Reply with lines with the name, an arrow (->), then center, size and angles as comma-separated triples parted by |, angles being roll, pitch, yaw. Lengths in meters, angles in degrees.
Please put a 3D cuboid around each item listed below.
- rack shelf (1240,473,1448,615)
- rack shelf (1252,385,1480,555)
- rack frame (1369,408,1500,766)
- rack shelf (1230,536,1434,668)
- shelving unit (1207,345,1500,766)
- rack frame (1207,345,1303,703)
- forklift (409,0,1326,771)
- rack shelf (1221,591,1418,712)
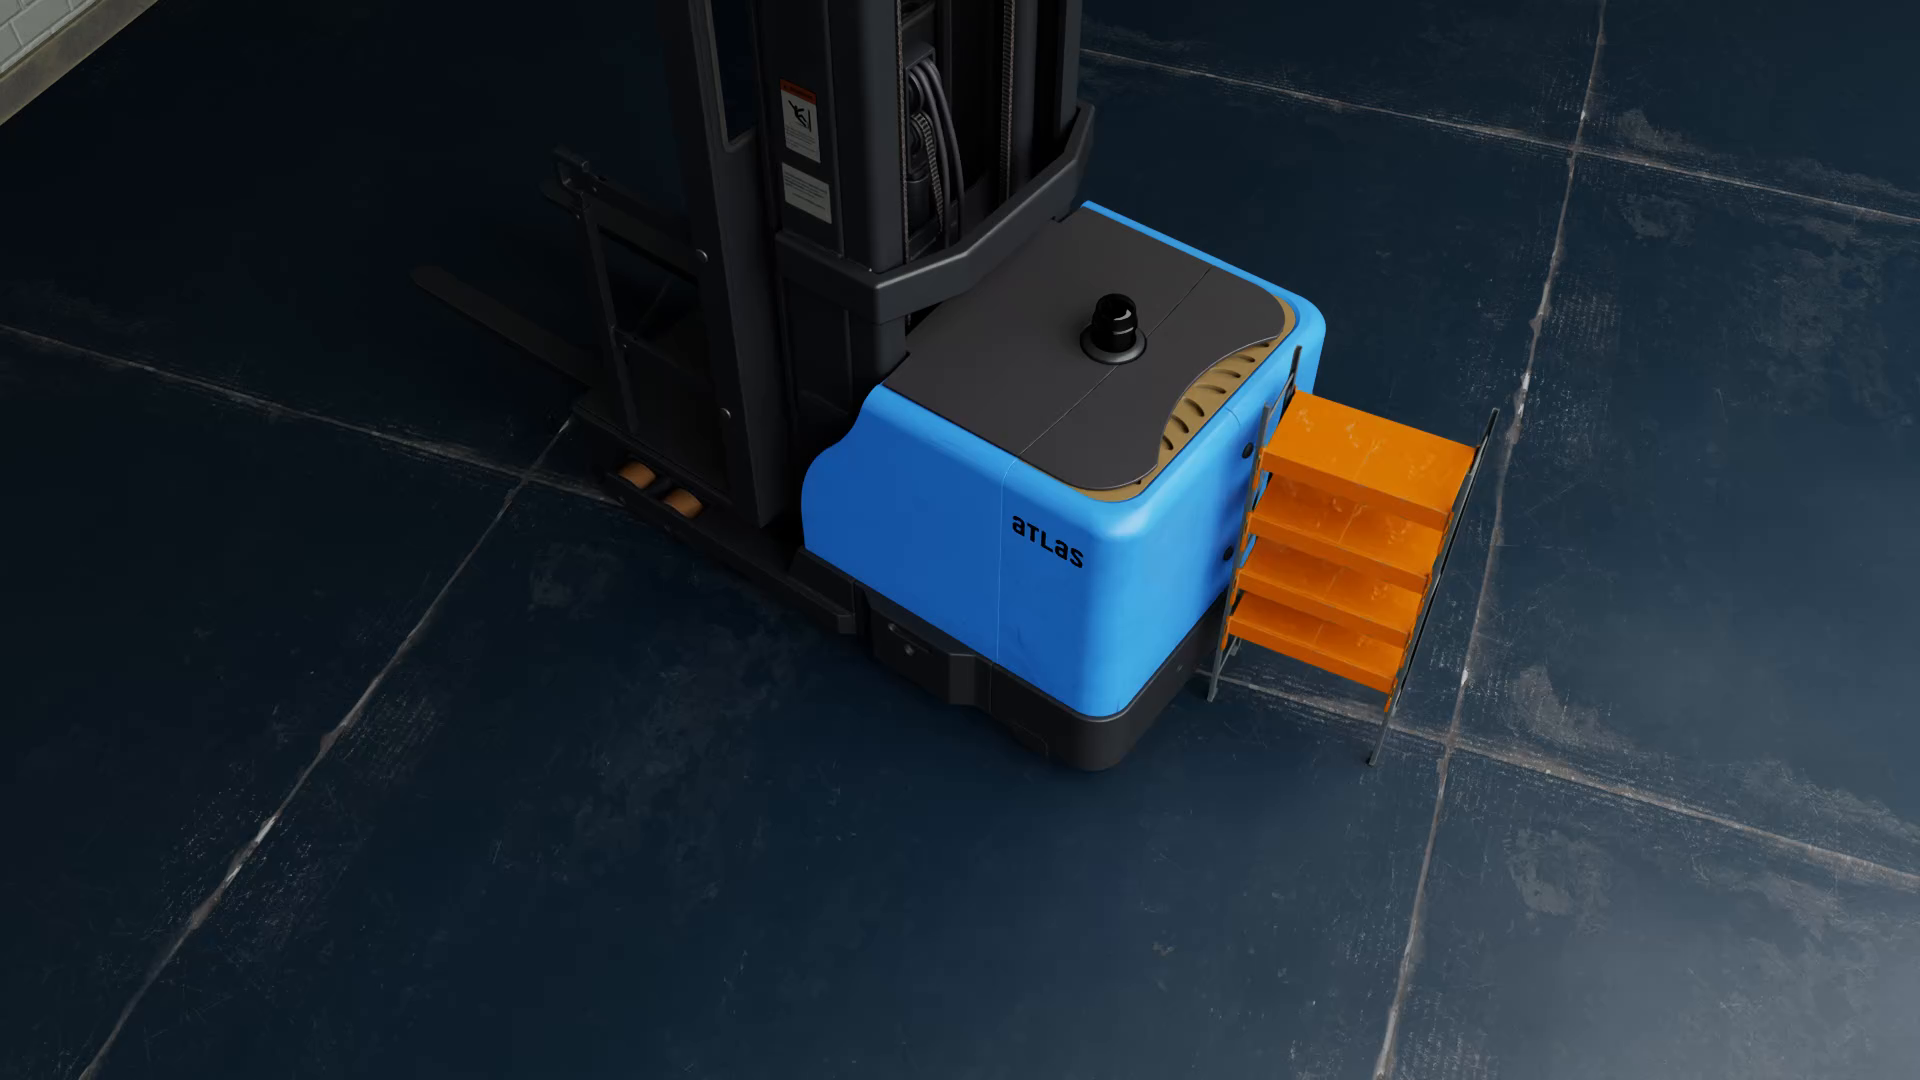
rack shelf -> 0.997, -0.023, 4.269 | 0.480, 0.148, 0.258 | 21, 52, 17
rack shelf -> 0.997, -0.178, 4.090 | 0.480, 0.148, 0.258 | 21, 52, 17
rack frame -> 1.215, 0.163, 4.315 | 0.015, 1.200, 0.240 | 21, 52, 17
rack shelf -> 0.997, 0.124, 4.438 | 0.480, 0.148, 0.258 | 21, 52, 17
shelving unit -> 0.997, 0.080, 4.387 | 0.503, 1.200, 0.258 | 21, 52, 17
rack frame -> 0.779, -0.003, 4.459 | 0.015, 1.200, 0.240 | 21, 52, 17
forklift -> -0.502, -1.247, 4.391 | 3.031, 2.935, 1.130 | 30, 55, 23
rack shelf -> 0.997, 0.254, 4.588 | 0.480, 0.148, 0.258 | 21, 52, 17
